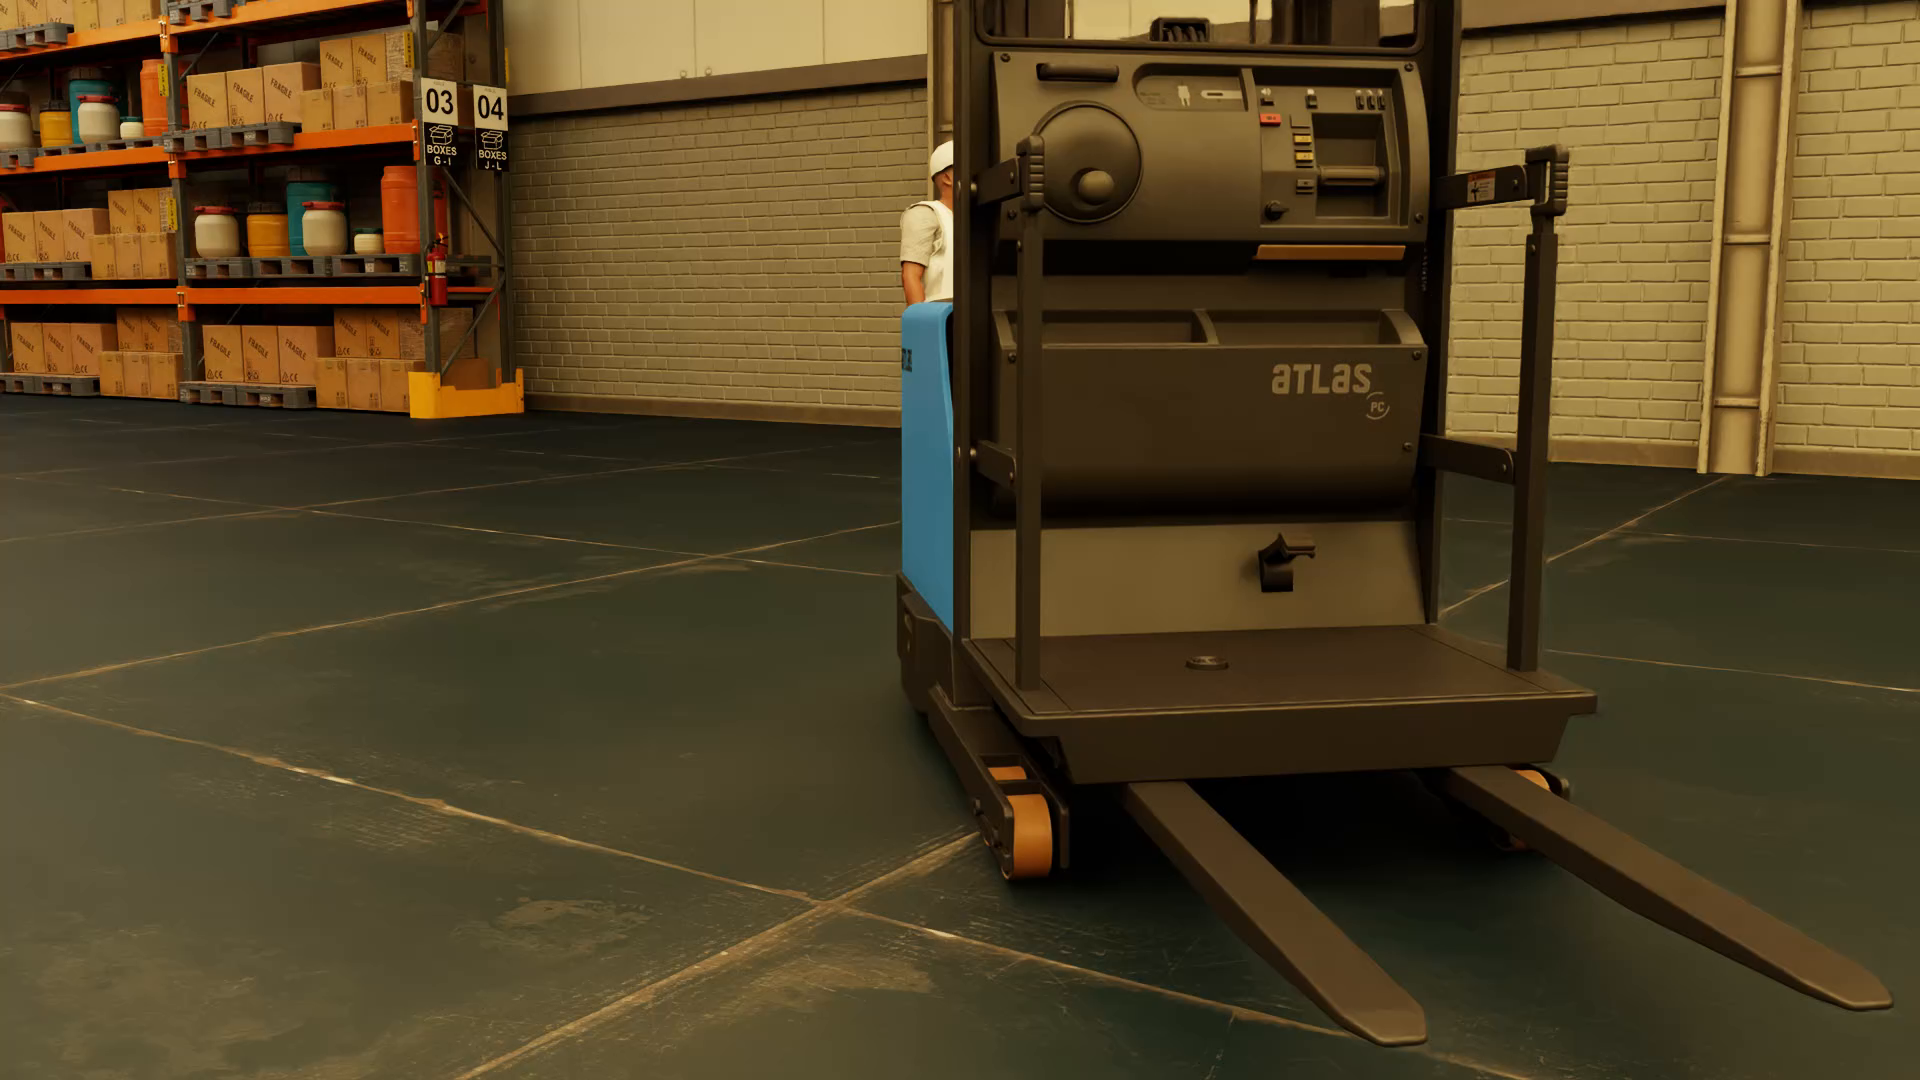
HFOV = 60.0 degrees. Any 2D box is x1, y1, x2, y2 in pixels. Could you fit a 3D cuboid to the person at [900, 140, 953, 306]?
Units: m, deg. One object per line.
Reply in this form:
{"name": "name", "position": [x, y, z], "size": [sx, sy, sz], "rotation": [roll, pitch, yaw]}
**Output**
{"name": "person", "position": [0.056, -0.883, 7.431], "size": [0.575, 1.784, 0.656], "rotation": [5, 10, 34]}

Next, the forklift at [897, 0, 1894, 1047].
{"name": "forklift", "position": [0.569, -0.866, 3.283], "size": [1.130, 2.935, 3.031], "rotation": [-1, 8, -9]}
